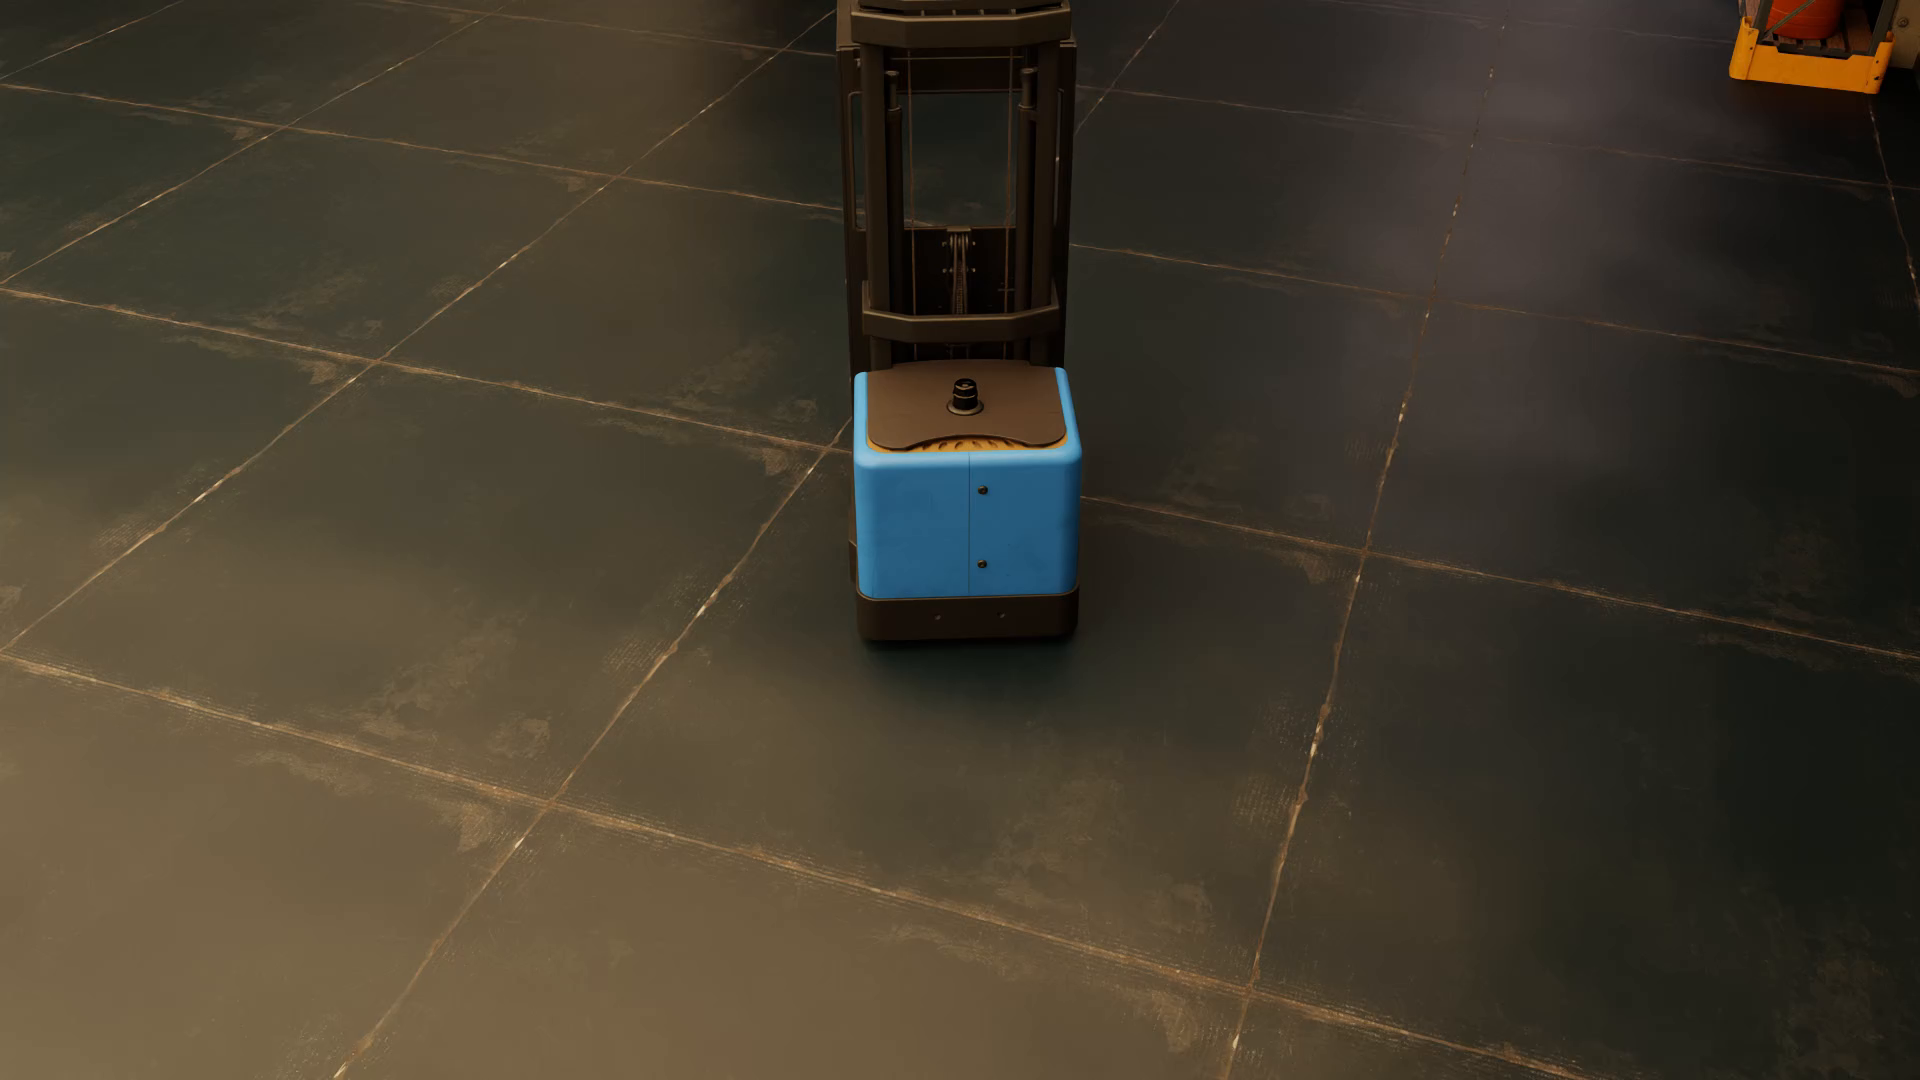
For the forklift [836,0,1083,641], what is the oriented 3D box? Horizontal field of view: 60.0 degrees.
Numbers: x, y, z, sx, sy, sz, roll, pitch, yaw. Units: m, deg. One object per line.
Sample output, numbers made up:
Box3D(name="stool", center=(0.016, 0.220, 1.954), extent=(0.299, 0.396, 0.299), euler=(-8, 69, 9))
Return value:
Box3D(name="forklift", center=(-0.029, -1.547, 8.293), extent=(1.130, 2.935, 3.031), euler=(-2, 35, -2))
